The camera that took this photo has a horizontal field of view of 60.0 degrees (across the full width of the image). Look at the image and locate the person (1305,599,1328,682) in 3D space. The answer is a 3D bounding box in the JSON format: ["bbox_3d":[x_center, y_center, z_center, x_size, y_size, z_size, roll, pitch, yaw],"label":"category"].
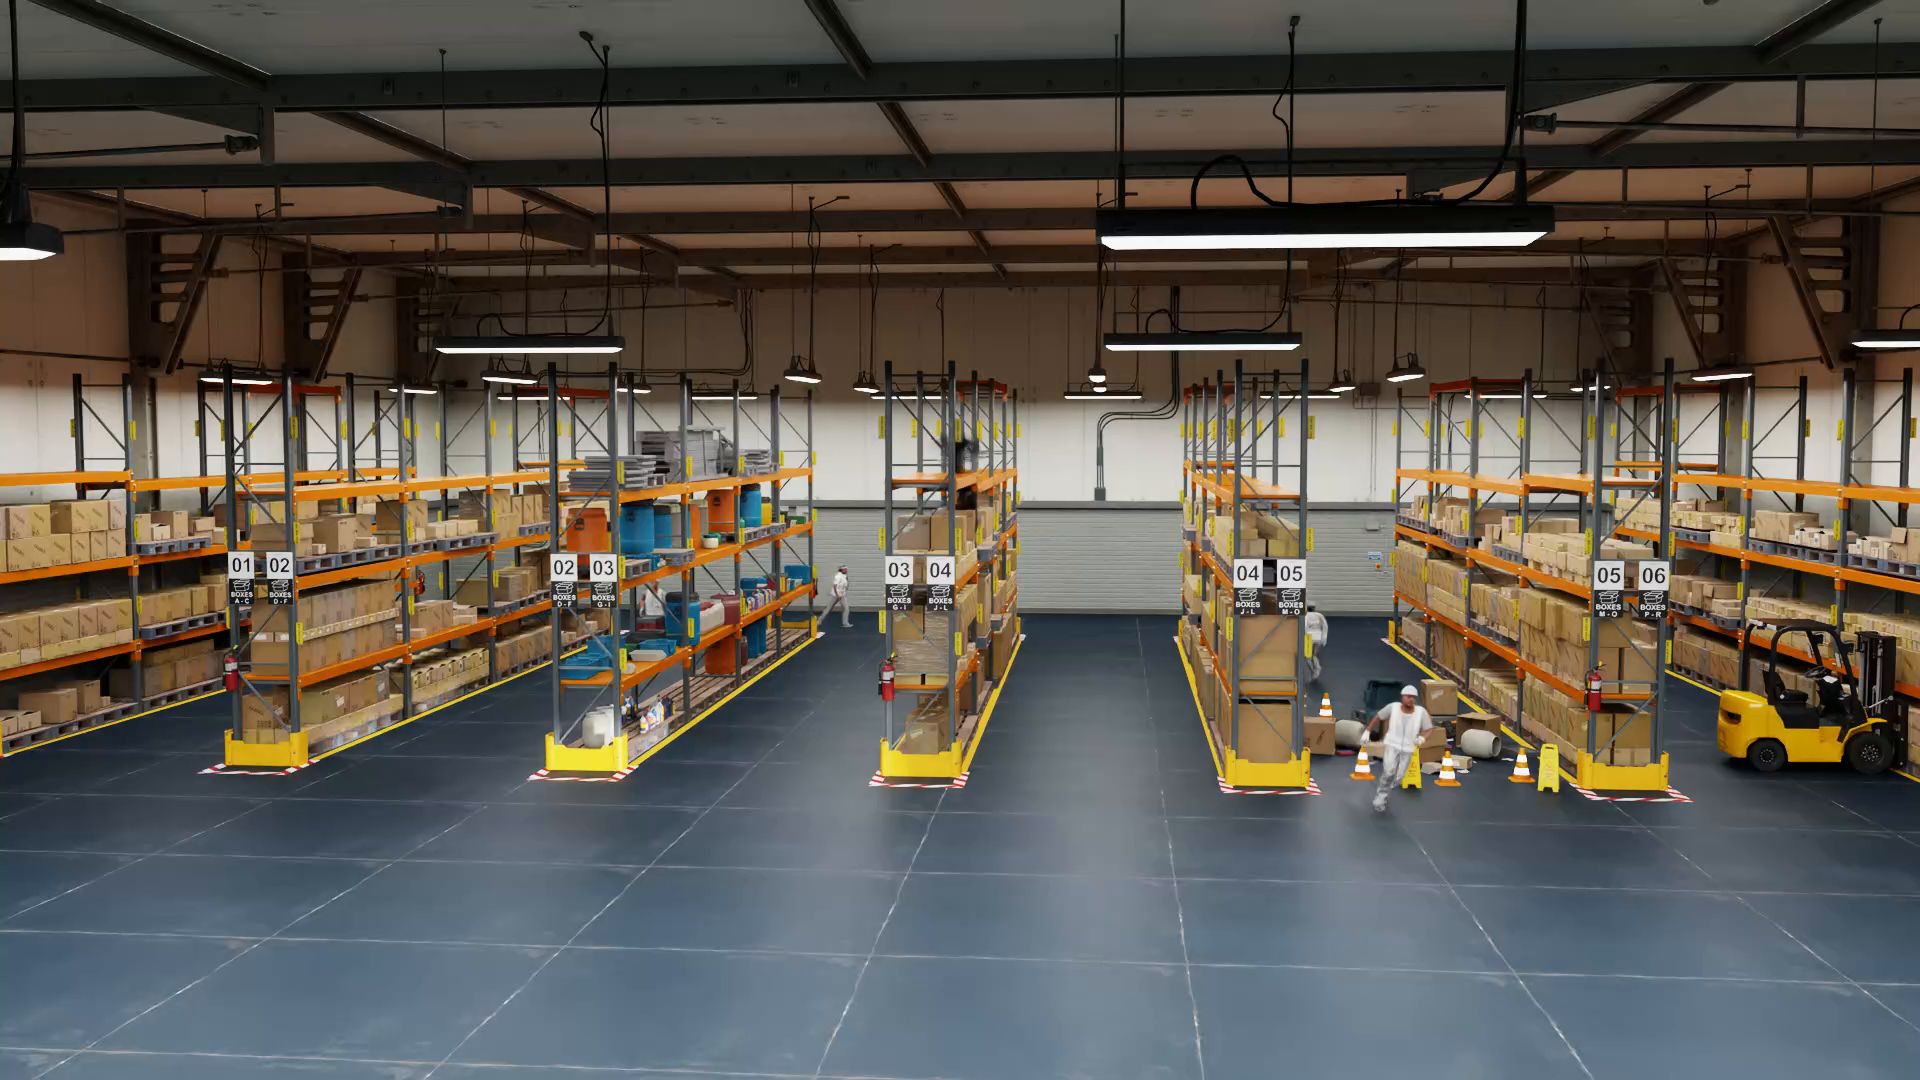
[{"bbox_3d":[7.046,2.013,33.142,0.628,1.635,0.504,-1,4,-10],"label":"person"}]

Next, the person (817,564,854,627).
[{"bbox_3d":[-3.159,1.408,42.179,0.961,1.609,0.578,2,4,33],"label":"person"}]

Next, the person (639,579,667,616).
[{"bbox_3d":[-6.763,1.695,36.708,0.647,1.783,0.700,0,4,-5],"label":"person"}]

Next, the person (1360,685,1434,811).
[{"bbox_3d":[5.753,2.737,21.778,0.861,1.685,0.726,0,4,-1],"label":"person"}]
